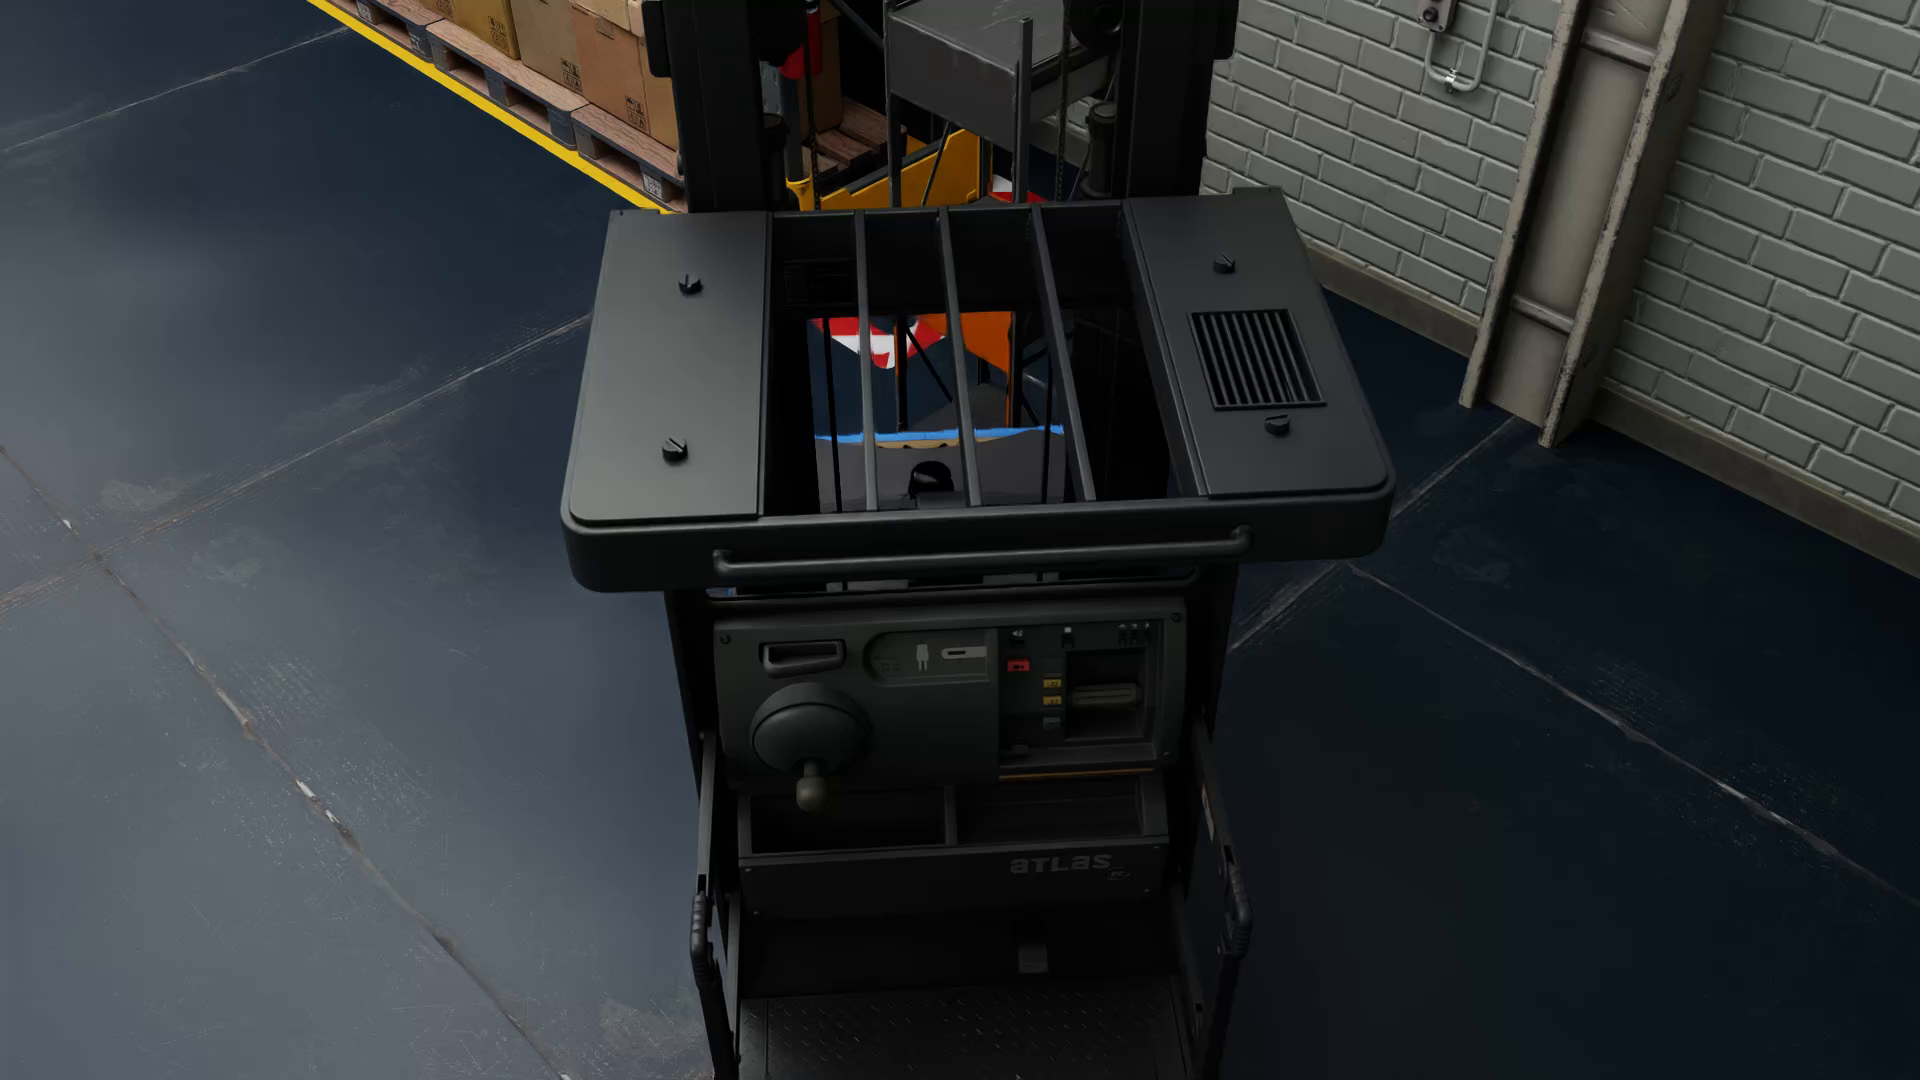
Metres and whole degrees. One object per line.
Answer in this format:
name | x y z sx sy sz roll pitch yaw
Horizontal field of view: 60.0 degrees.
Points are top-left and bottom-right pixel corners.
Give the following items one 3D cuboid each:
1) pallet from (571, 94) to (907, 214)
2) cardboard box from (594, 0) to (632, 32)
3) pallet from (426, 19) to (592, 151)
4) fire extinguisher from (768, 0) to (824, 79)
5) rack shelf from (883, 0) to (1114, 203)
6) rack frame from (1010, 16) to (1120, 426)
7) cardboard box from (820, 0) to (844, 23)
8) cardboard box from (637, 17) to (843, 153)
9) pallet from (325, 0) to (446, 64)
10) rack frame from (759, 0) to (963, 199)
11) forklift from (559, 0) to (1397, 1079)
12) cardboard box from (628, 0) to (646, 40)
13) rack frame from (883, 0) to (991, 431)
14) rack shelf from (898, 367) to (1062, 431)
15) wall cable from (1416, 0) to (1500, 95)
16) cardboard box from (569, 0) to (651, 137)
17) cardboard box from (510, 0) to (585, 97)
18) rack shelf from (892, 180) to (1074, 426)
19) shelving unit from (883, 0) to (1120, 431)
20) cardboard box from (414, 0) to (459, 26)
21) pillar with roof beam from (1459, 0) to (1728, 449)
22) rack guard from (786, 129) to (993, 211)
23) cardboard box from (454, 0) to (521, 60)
pallet | -1.000 -1.809 7.552 1.003 0.211 1.213 -34 53 -31
cardboard box | -1.346 -2.346 7.133 0.380 0.149 0.250 -33 52 -30
pallet | -1.858 -2.395 8.186 1.003 0.211 1.213 -34 53 -31
fire extinguisher | -0.600 -2.027 6.065 0.296 0.674 0.183 -34 53 -31
rack shelf | 0.117 -1.196 4.486 0.431 0.518 0.480 -34 53 -31
rack frame | 0.289 -0.574 4.824 0.400 2.100 0.015 -34 53 -31
cardboard box | -0.716 -2.285 7.067 0.380 0.149 0.250 -34 52 -31
cardboard box | -0.945 -2.011 7.248 0.700 0.500 0.500 -34 53 -31
pallet | -2.723 -2.981 8.821 1.003 0.211 1.213 -34 53 -31
rack frame | -0.380 -2.486 6.230 1.000 3.000 0.127 -34 53 -31
forklift | 0.002 0.410 3.147 1.130 2.935 3.031 -3 43 -3
cardboard box | -1.165 -2.223 7.000 0.250 0.149 0.380 34 52 31
rack frame | -0.055 -0.809 5.078 0.400 2.100 0.015 -34 53 -31
rack shelf | 0.117 -0.168 5.436 0.431 0.518 0.480 -34 53 -31
wall cable | 1.194 -2.697 5.710 0.084 1.984 1.851 -34 53 -31
cardboard box | -1.299 -2.251 7.508 0.500 0.500 0.700 34 53 31
cardboard box | -1.654 -2.493 7.770 0.500 0.500 0.700 32 52 30
rack shelf | 0.117 -0.682 4.961 0.431 0.518 0.480 -34 53 -31
shelving unit | 0.117 -0.692 4.951 0.431 2.100 0.503 -34 53 -31
cardboard box | -2.397 -2.993 8.311 0.500 0.500 0.700 34 52 31
pillar with roof beam | -0.909 -1.743 1.006 9.100 9.000 0.400 -34 53 -31
rack guard | -0.363 -1.557 7.066 1.175 0.500 0.348 -34 53 -31
cardboard box | -2.036 -2.745 8.043 0.700 0.500 0.500 -33 52 -30
